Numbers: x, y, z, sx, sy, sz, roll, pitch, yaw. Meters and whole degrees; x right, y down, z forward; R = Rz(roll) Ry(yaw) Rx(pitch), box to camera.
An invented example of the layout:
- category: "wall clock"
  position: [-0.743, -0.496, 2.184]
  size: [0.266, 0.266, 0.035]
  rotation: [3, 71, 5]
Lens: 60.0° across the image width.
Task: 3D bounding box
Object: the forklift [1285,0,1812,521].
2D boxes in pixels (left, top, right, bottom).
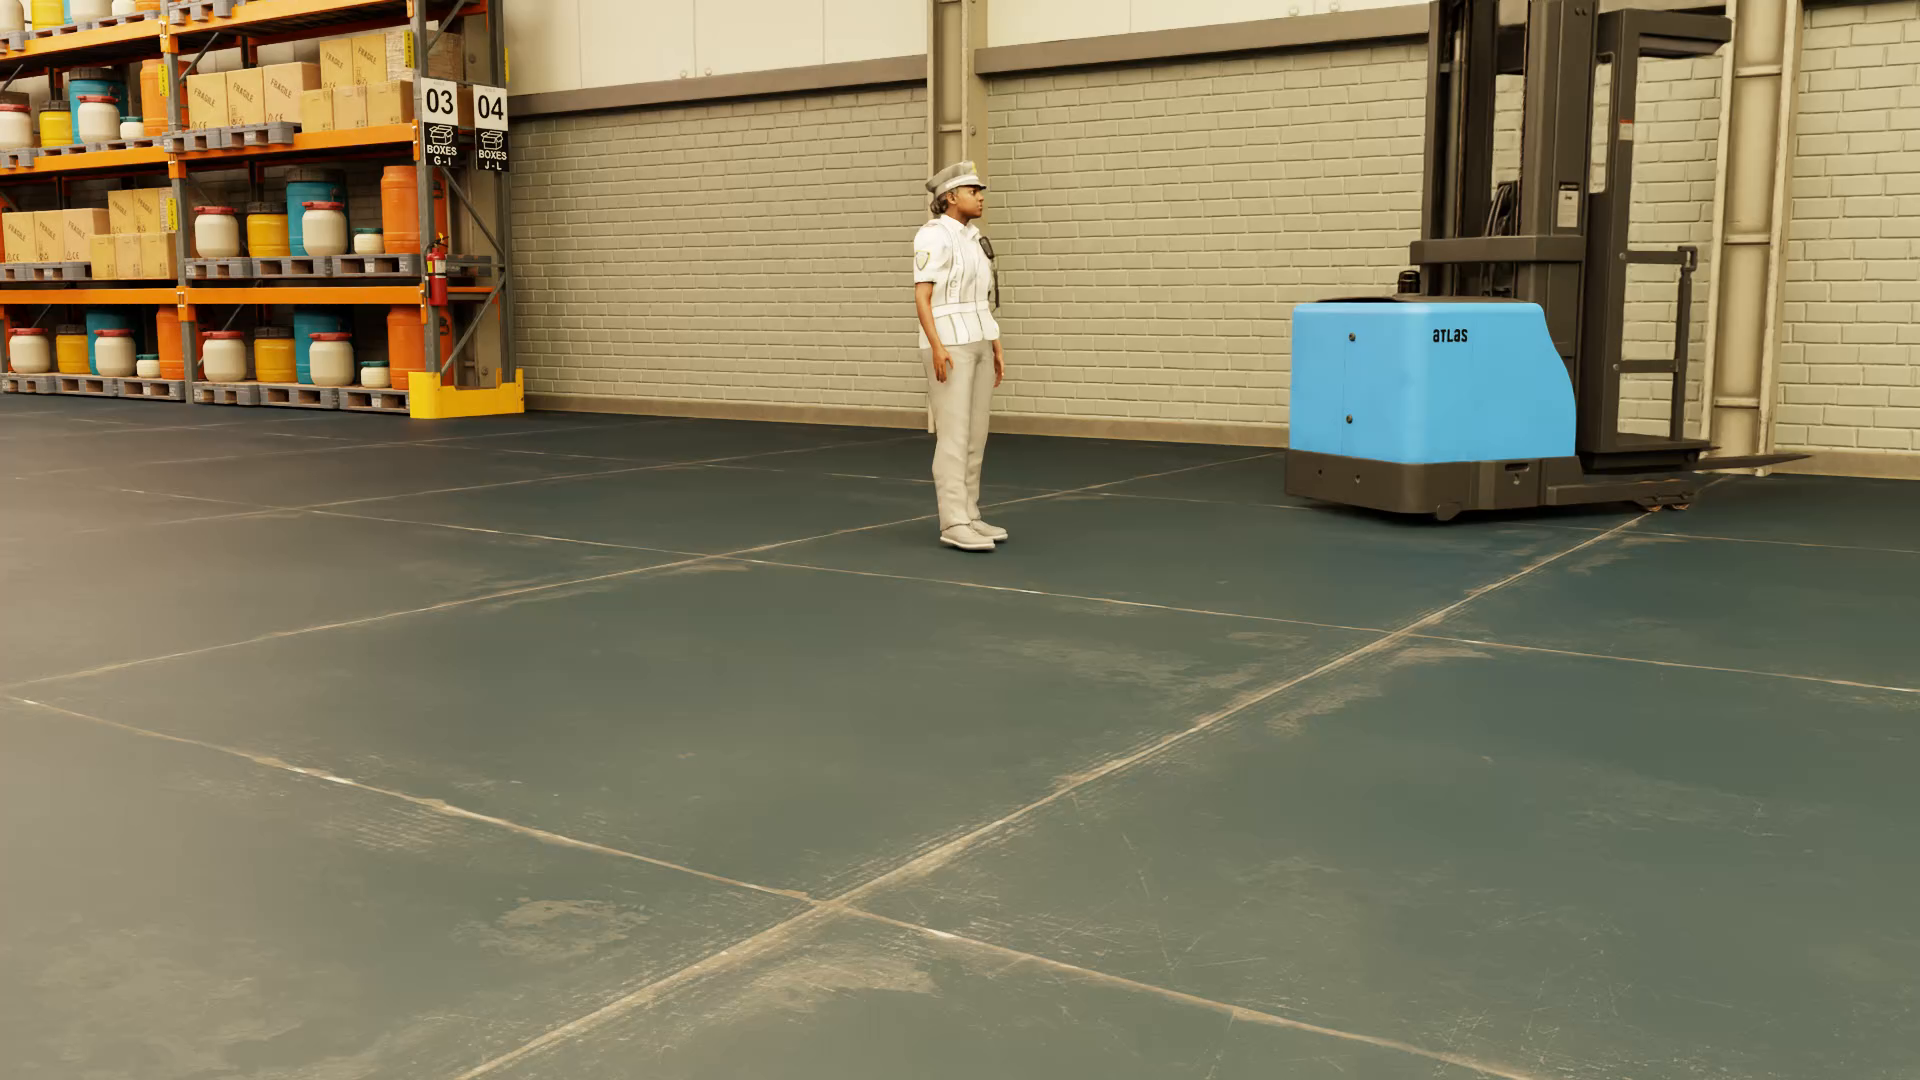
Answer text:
- category: "forklift"
  position: [3.283, -1.657, 8.846]
  size: [3.031, 2.935, 1.130]
  rotation: [-4, 9, -25]

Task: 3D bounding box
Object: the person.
- category: "person"
  position: [0.051, -0.838, 7.425]
  size: [0.528, 1.695, 0.569]
  rotation: [5, 10, 34]
